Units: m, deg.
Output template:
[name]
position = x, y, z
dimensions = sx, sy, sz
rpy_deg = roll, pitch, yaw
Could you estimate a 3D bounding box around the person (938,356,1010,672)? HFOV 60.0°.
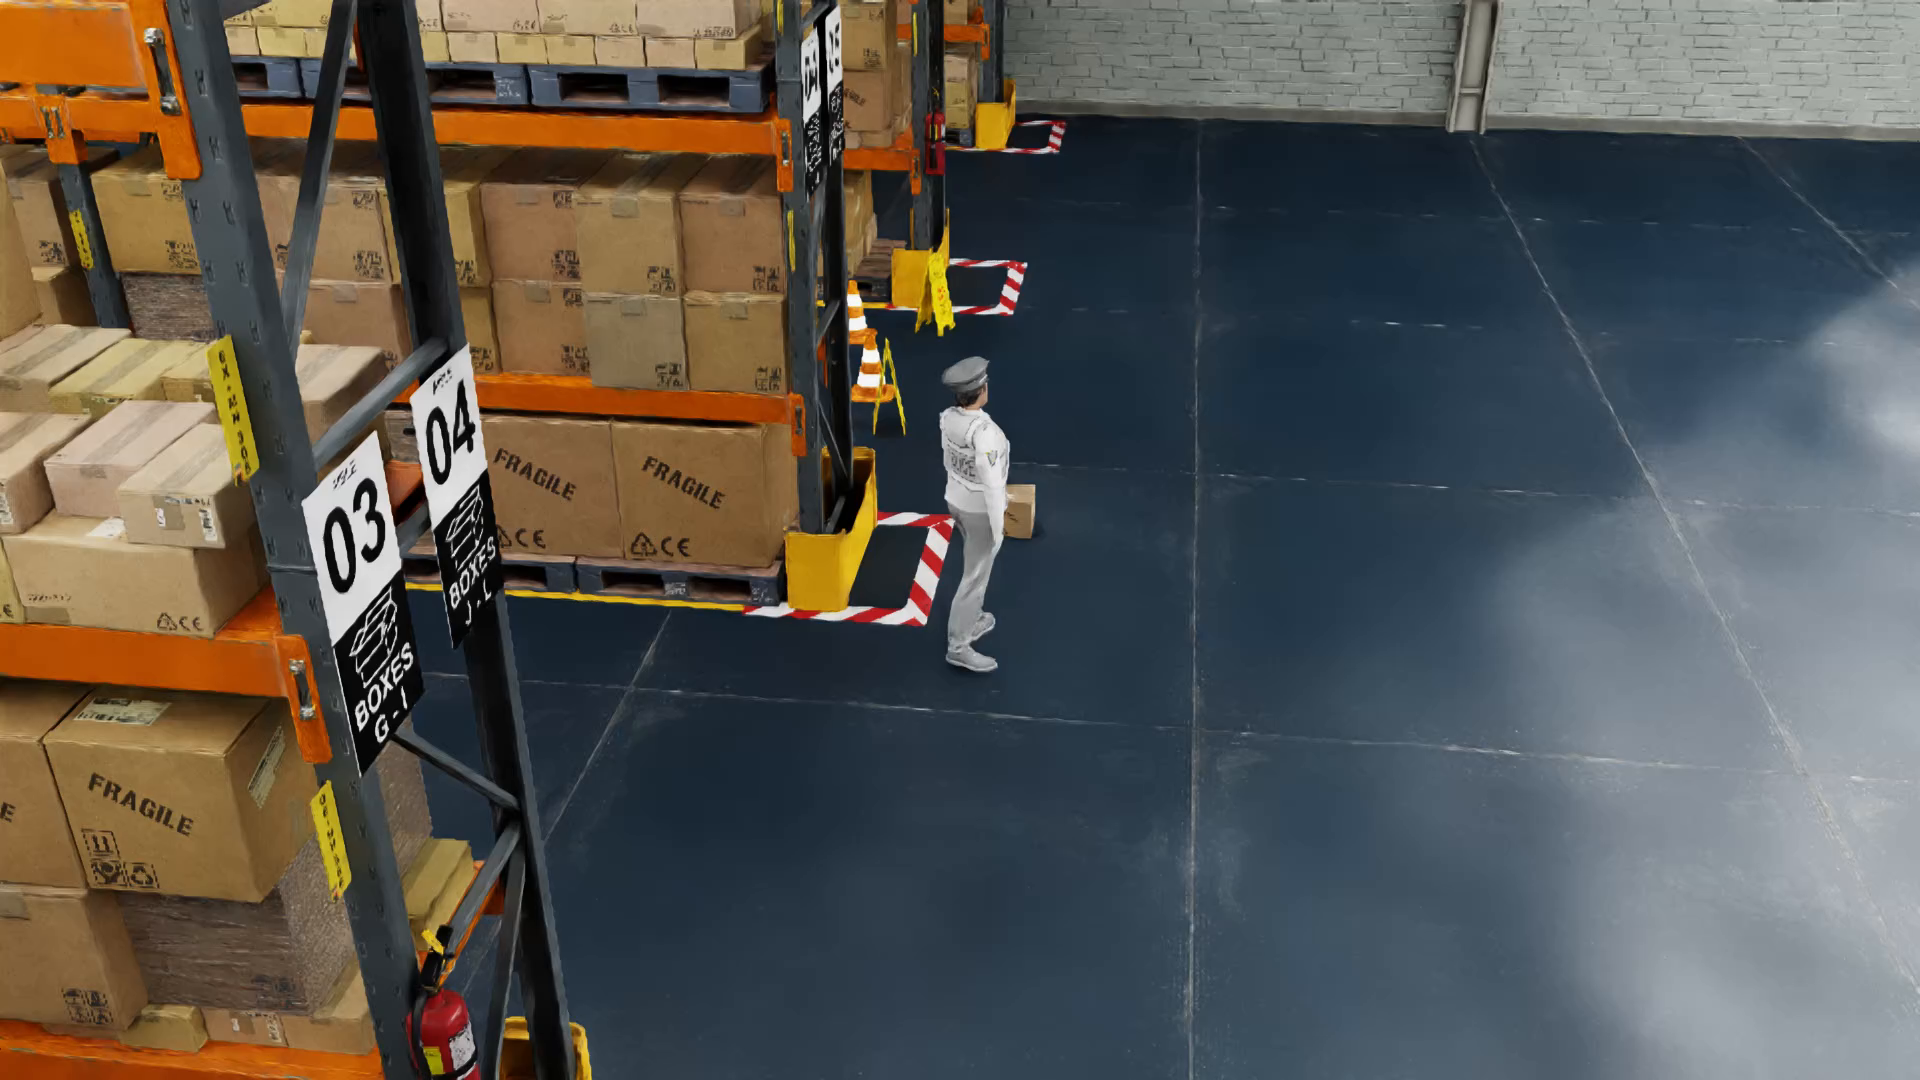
[person]
position = 0.079, -0.133, 8.868
dimensions = 0.478, 1.666, 0.596
rpy_deg = -15, 32, -26
